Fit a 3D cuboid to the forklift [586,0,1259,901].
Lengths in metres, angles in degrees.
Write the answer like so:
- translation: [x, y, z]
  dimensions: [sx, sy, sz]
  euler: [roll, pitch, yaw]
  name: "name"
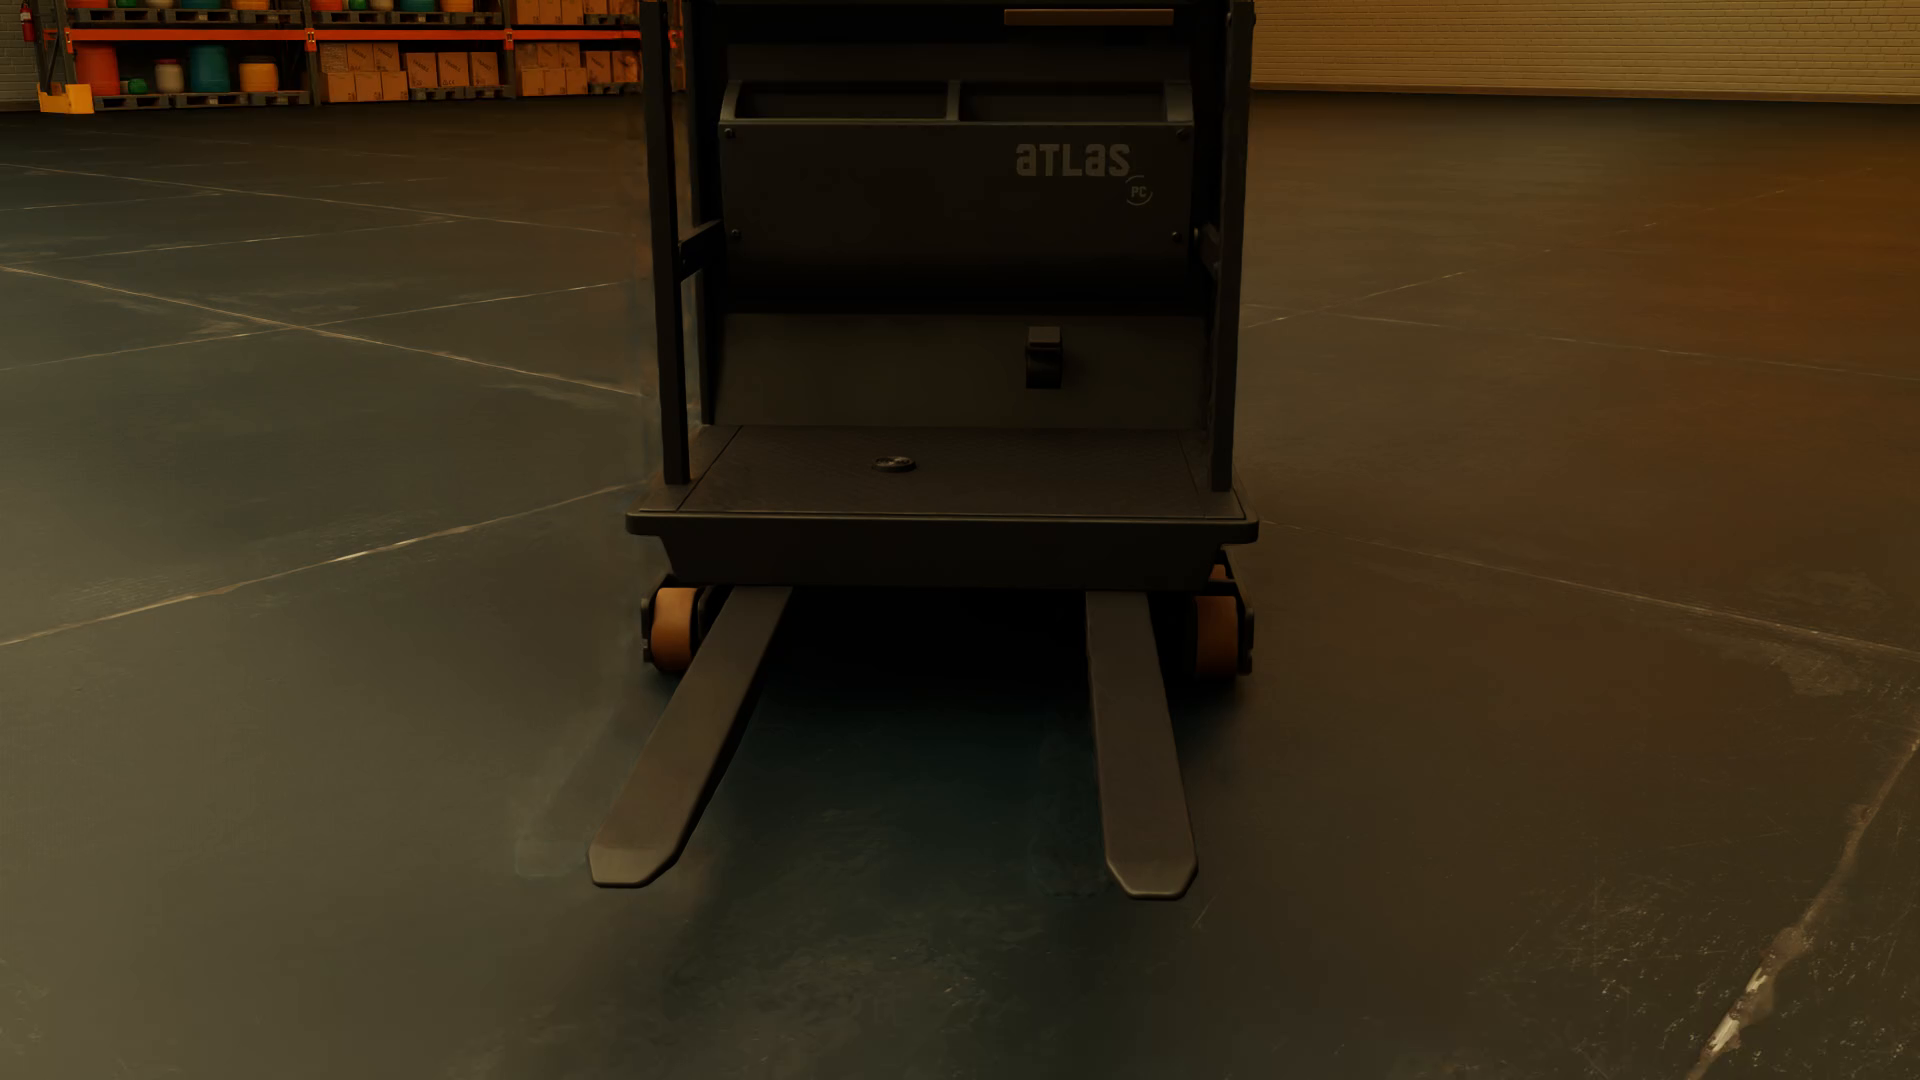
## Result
- translation: [-0.014, -1.234, 2.962]
  dimensions: [1.130, 2.935, 3.031]
  euler: [1, 17, 3]
  name: "forklift"
